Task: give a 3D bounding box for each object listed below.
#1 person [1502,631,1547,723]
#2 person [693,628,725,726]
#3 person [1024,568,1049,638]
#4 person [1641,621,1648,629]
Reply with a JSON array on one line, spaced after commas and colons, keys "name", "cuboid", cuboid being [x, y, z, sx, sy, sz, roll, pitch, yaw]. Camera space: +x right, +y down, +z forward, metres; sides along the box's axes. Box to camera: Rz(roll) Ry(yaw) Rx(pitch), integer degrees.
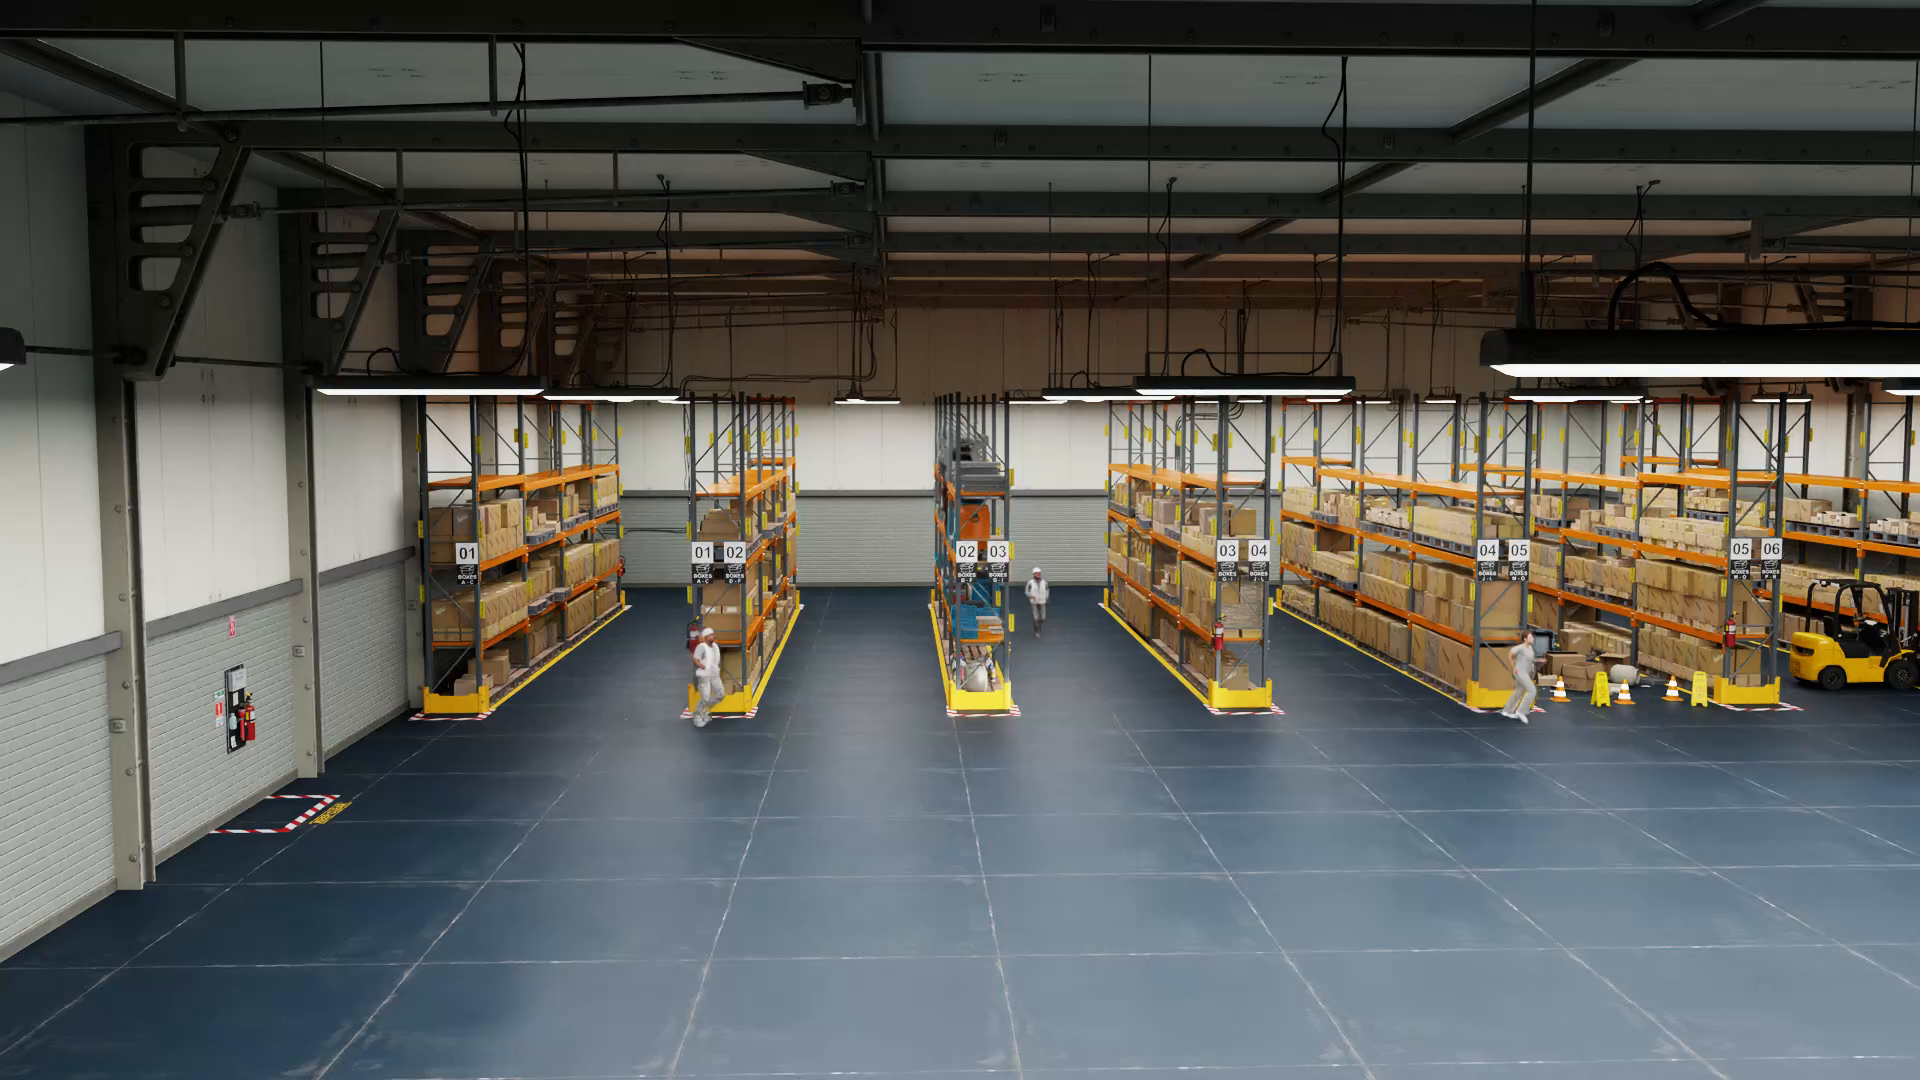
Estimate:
[{"name": "person", "cuboid": [10.245, 2.484, 30.249, 0.765, 1.695, 0.566, 4, 6, 38]}, {"name": "person", "cuboid": [-4.483, 2.451, 29.916, 0.564, 1.744, 0.693, 3, 5, 33]}, {"name": "person", "cuboid": [1.933, 1.557, 41.337, 0.659, 1.730, 0.578, -1, 5, -11]}, {"name": "person", "cuboid": [16.541, 1.681, 39.672, 0.659, 1.770, 1.088, -1, 5, -9]}]
